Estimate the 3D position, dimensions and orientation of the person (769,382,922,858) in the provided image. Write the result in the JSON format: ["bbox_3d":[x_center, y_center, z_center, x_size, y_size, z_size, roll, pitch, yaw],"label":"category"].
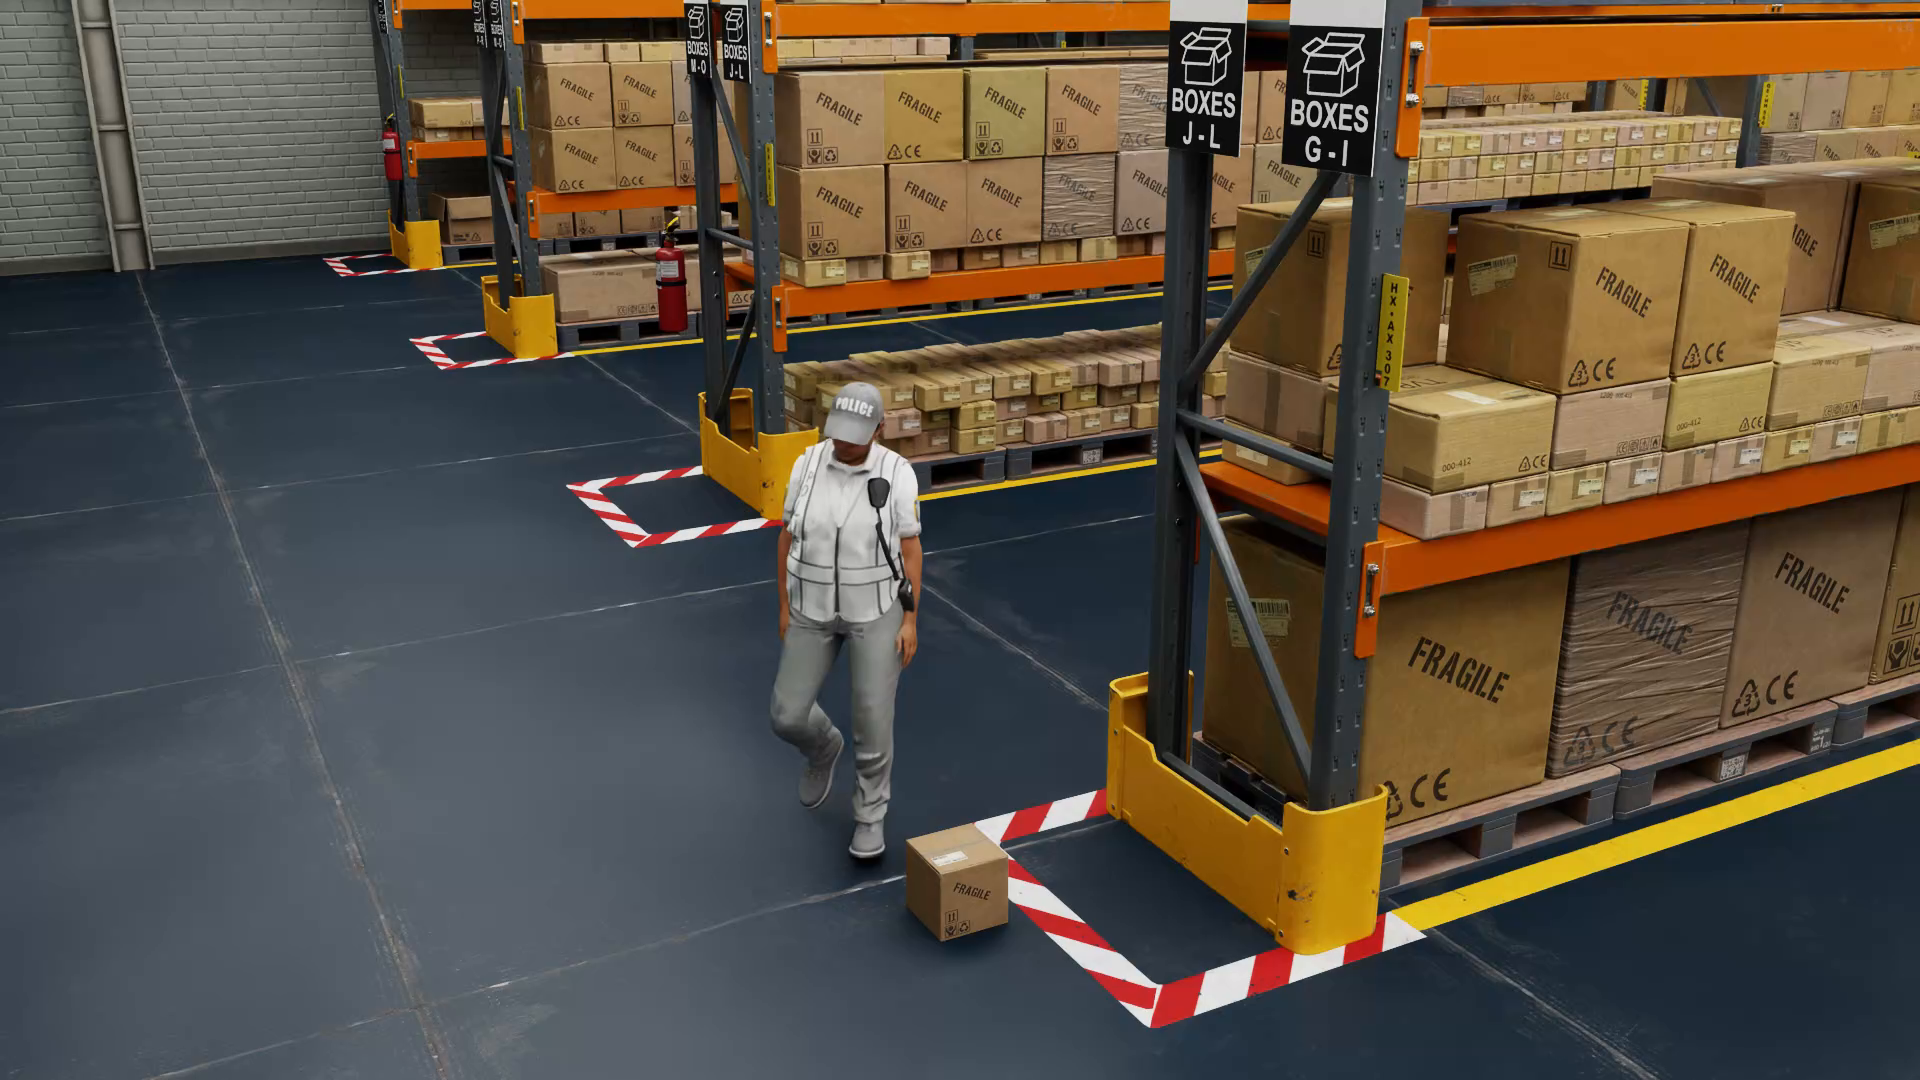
[{"bbox_3d":[-0.390,0.253,5.763,0.518,1.651,0.553,3,19,8],"label":"person"}]
